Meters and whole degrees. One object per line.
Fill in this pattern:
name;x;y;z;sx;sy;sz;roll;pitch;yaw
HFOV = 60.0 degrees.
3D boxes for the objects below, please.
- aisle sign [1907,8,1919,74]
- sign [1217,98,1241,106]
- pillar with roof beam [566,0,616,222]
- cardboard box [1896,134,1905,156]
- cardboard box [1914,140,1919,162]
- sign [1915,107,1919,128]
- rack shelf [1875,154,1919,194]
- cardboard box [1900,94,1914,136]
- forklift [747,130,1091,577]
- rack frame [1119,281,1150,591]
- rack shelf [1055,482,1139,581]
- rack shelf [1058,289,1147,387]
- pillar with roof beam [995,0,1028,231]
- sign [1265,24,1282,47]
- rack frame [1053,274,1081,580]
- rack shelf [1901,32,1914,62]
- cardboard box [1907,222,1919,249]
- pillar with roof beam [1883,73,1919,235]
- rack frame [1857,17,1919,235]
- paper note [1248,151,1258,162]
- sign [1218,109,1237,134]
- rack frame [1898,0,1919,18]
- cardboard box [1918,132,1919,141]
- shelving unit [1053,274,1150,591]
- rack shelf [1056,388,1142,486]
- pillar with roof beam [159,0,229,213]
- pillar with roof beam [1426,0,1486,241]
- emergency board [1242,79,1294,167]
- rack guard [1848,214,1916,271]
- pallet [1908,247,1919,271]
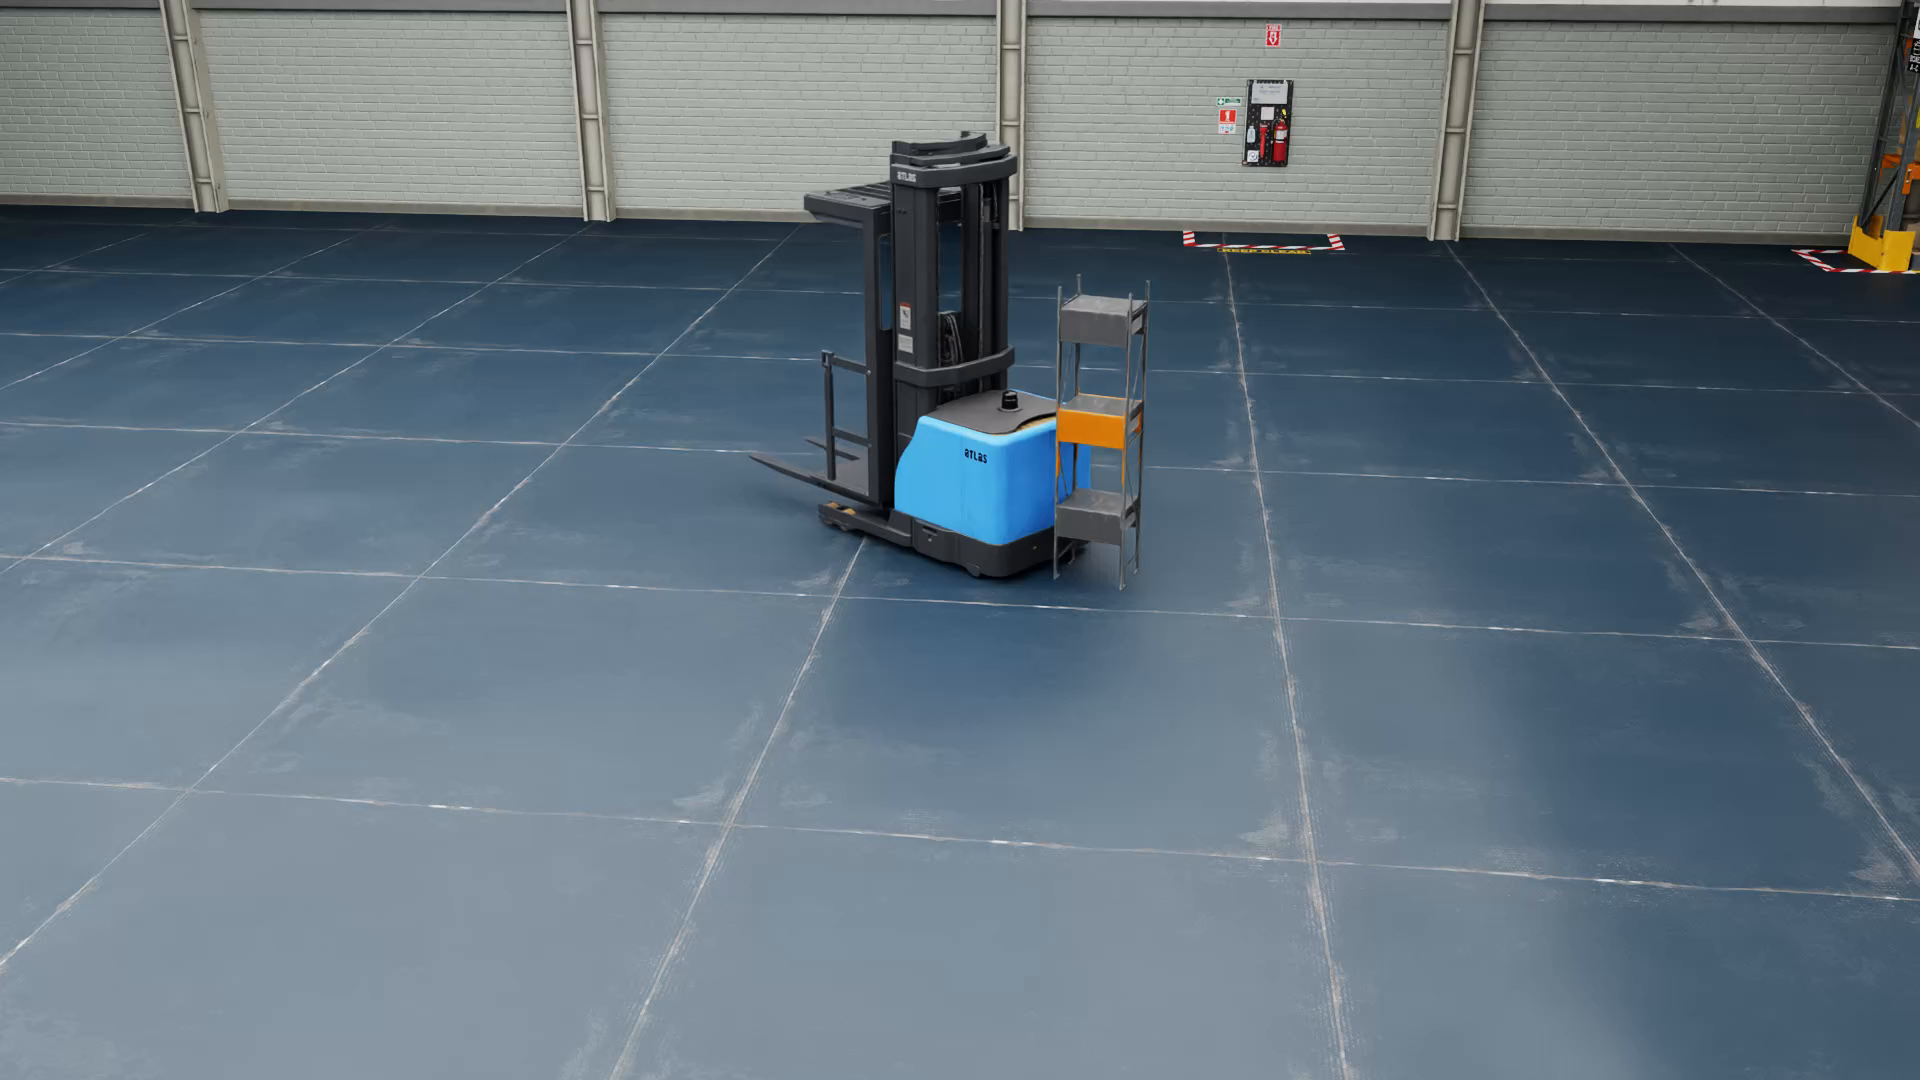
aisle sign;11.720;-6.116;20.294;0.004;0.787;0.394;2;22;6
sign;3.682;-6.000;22.768;0.331;0.109;0.001;2;22;6
pillar with roof beam;-5.758;-7.296;18.654;0.400;9.000;9.100;2;22;6
cardboard box;12.314;-5.003;21.192;0.500;0.250;0.500;3;22;7
cardboard box;12.274;-4.816;20.718;0.500;0.250;0.500;2;22;5
sign;11.763;-5.218;20.380;0.005;0.325;0.100;2;22;6
rack shelf;13.813;-4.592;20.954;4.000;0.370;1.077;2;22;6
cardboard box;12.320;-5.359;21.071;0.500;0.500;0.500;2;22;6
forklift;-0.437;-1.551;12.375;3.031;2.935;1.130;20;29;41
rack frame;1.186;-0.688;11.312;0.015;2.100;0.400;9;24;22
rack shelf;0.967;-0.064;11.676;0.480;0.518;0.431;9;24;22
rack shelf;0.957;-1.358;11.140;0.480;0.518;0.431;9;24;22
pillar with roof beam;0.200;-7.036;17.998;0.400;9.000;9.100;2;22;6
sign;4.219;-6.794;22.392;0.199;0.298;0.001;2;22;6
rack frame;0.739;-0.759;11.493;0.015;2.100;0.400;9;24;22
rack shelf;13.813;-5.987;20.403;4.000;0.370;1.077;2;22;6
cardboard box;12.503;-3.905;21.295;0.500;0.311;0.500;0;22;0
pillar with roof beam;12.117;-6.517;16.684;0.400;9.000;9.100;2;22;6
rack frame;11.827;-5.013;21.041;0.127;3.000;1.000;2;22;6
paper note;4.048;-5.302;22.970;0.142;0.148;0.016;2;22;6
sign;3.679;-5.757;22.874;0.234;0.329;0.001;2;22;6
rack frame;11.827;-7.803;19.938;0.127;3.000;1.000;2;22;6
cardboard box;12.265;-5.171;20.597;0.500;0.500;0.500;3;22;6
shelving unit;0.962;-0.723;11.403;0.503;2.100;0.431;9;24;22
rack shelf;0.962;-0.711;11.408;0.480;0.518;0.431;9;24;22
pillar with roof beam;-11.716;-7.555;19.311;0.400;9.000;9.100;2;22;6
pillar with roof beam;6.159;-6.777;17.341;0.400;9.000;9.100;2;22;6
emergency board;4.216;-5.679;22.725;0.643;1.169;0.194;2;22;6
rack guard;11.902;-3.848;21.492;0.348;0.500;1.175;2;22;6
pallet;12.705;-3.665;21.423;1.213;0.211;1.003;2;22;6
